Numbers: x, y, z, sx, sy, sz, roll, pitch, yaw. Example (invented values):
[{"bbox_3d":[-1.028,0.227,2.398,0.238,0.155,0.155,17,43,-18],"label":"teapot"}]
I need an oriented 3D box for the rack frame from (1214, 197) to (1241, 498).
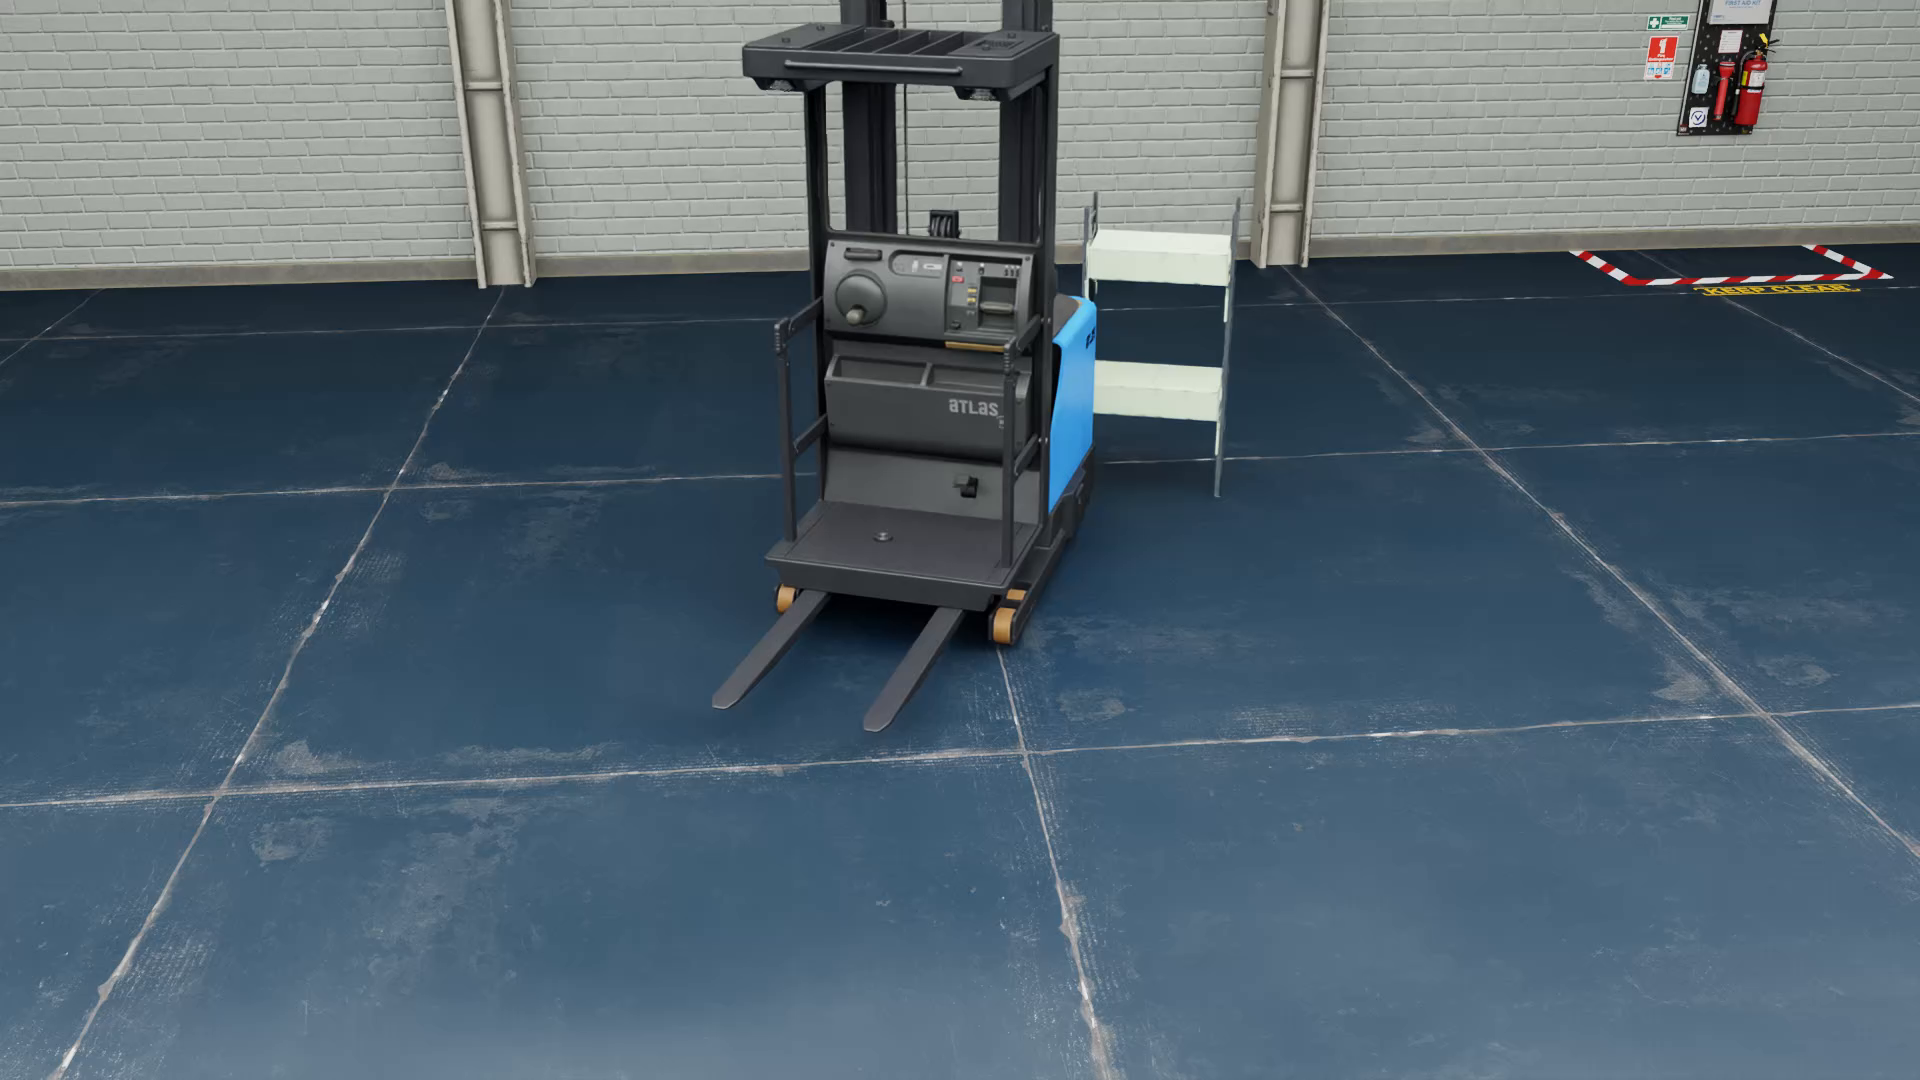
[{"bbox_3d":[1.387,-0.989,8.629,0.023,1.500,0.400,5,24,10],"label":"rack frame"}]

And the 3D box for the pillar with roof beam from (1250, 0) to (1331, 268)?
[{"bbox_3d":[2.952,-4.576,7.467,0.400,9.000,9.100,-2,24,-5],"label":"pillar with roof beam"}]

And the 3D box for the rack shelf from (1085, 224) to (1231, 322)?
[{"bbox_3d":[1.028,-1.375,8.536,0.720,0.370,0.431,5,24,10],"label":"rack shelf"}]

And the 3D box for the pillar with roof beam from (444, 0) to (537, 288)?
[{"bbox_3d":[-3.019,-4.337,6.928,0.400,9.000,9.100,-2,24,-5],"label":"pillar with roof beam"}]

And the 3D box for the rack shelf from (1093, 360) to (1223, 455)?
[{"bbox_3d":[1.028,-0.720,8.827,0.720,0.370,0.431,5,24,10],"label":"rack shelf"}]

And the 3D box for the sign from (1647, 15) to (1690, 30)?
[{"bbox_3d":[5.482,-4.006,12.873,0.331,0.109,0.001,-2,24,-5],"label":"sign"}]

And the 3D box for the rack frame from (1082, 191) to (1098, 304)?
[{"bbox_3d":[0.669,-1.047,8.760,0.023,1.500,0.400,5,24,10],"label":"rack frame"}]

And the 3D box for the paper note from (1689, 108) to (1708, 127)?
[{"bbox_3d":[5.854,-3.350,13.177,0.142,0.148,0.016,-2,24,-5],"label":"paper note"}]

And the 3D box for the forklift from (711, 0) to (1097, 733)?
[{"bbox_3d":[-0.200,-1.059,7.024,1.130,2.935,3.031,7,25,15],"label":"forklift"}]

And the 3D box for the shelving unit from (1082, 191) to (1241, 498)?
[{"bbox_3d":[1.028,-1.018,8.694,0.755,1.500,0.431,5,24,10],"label":"shelving unit"}]

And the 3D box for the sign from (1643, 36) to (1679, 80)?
[{"bbox_3d":[5.476,-3.767,12.988,0.234,0.329,0.001,-2,24,-5],"label":"sign"}]

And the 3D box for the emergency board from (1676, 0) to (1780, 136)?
[{"bbox_3d":[6.037,-3.731,12.952,0.643,1.169,0.194,-2,24,-5],"label":"emergency board"}]
